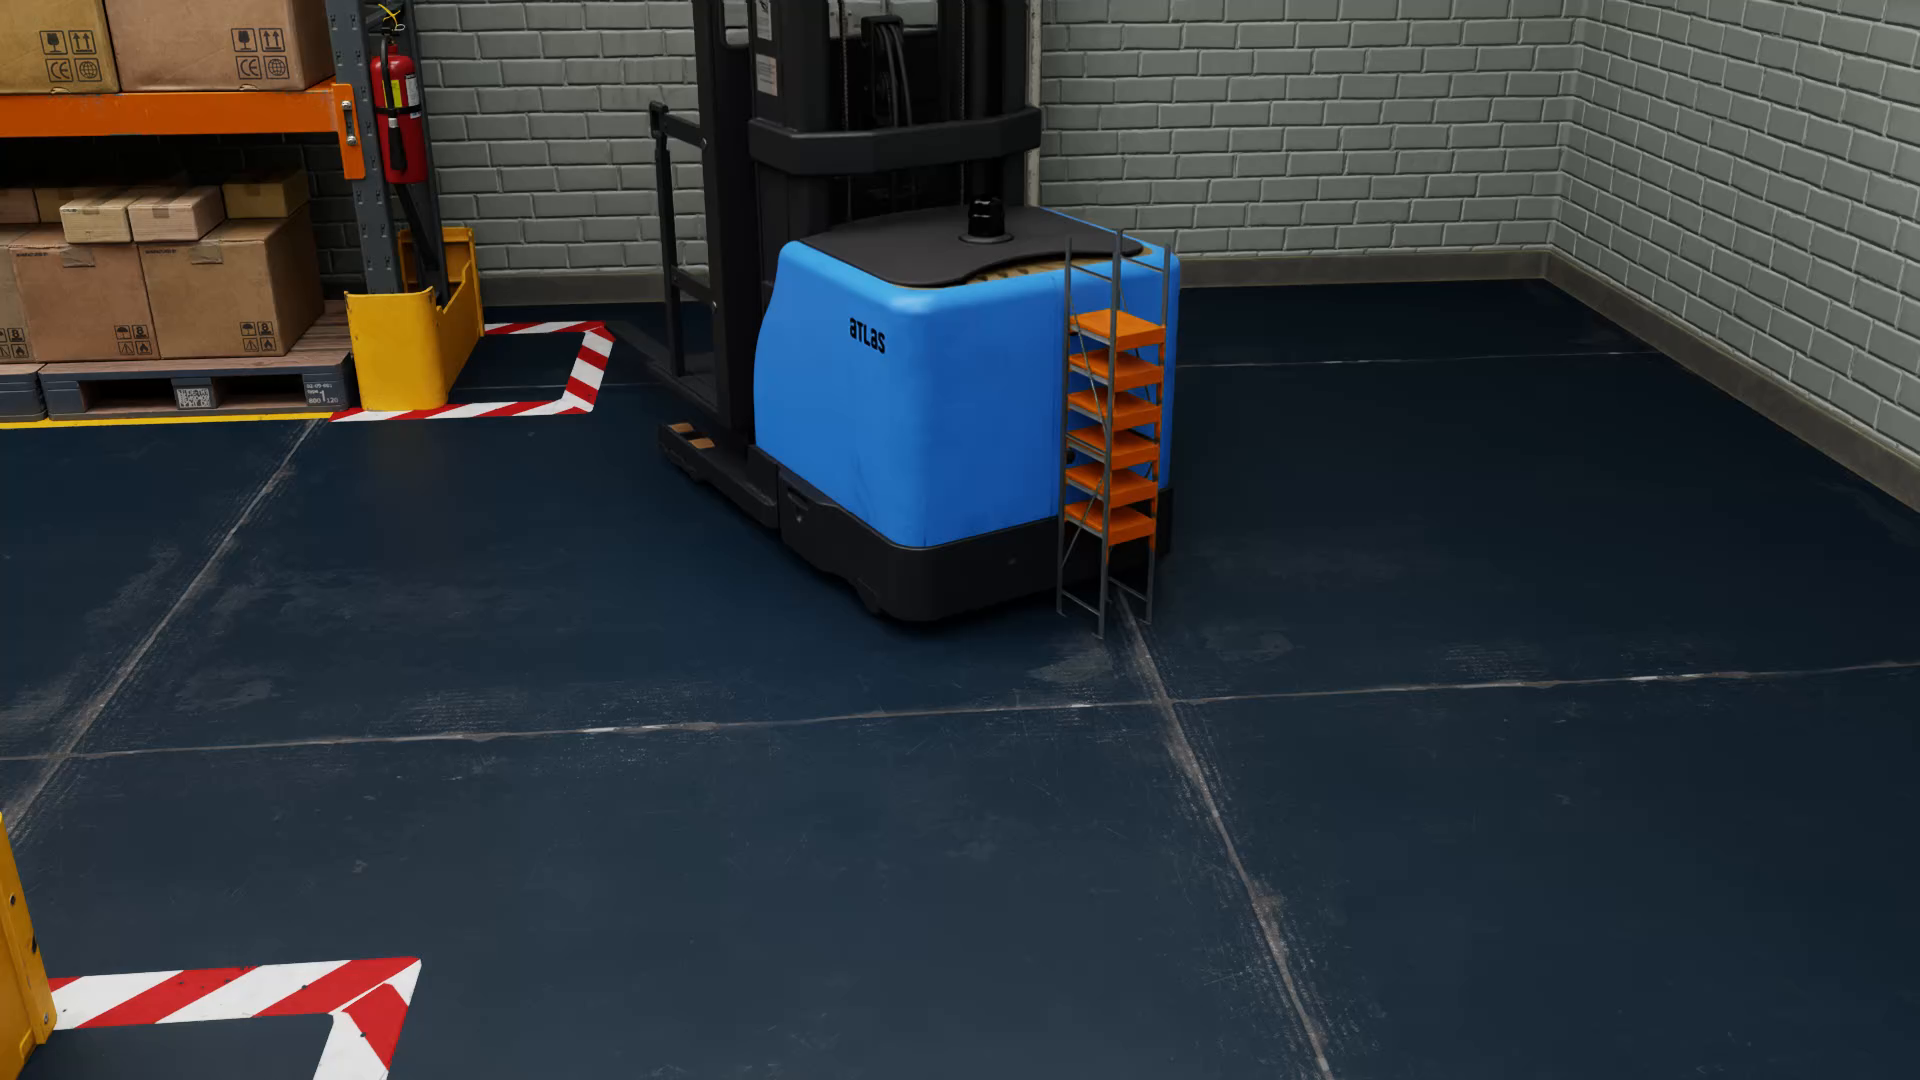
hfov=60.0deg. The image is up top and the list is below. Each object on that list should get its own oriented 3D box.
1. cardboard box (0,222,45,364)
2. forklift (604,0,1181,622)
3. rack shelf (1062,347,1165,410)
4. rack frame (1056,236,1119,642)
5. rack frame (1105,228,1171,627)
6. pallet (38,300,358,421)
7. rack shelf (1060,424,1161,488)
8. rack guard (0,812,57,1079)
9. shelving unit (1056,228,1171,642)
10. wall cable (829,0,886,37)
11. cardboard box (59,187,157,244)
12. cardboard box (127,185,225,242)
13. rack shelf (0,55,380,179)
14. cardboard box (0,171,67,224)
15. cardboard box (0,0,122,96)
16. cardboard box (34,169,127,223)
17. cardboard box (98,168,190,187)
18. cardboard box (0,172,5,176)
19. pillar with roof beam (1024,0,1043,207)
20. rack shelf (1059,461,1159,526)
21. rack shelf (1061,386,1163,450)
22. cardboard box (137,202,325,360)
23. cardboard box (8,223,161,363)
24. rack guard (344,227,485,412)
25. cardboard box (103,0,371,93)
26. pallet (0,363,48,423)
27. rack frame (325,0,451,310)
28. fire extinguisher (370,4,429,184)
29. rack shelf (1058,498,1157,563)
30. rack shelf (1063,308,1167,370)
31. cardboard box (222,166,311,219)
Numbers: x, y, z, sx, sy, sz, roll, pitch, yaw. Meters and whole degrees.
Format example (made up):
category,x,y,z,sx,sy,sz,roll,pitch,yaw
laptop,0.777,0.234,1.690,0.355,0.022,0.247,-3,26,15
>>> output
category,x,y,z,sx,sy,sz,roll,pitch,yaw
cardboard box,-4.109,-1.088,7.065,0.500,0.500,0.700,-3,24,-7
forklift,-0.501,-1.646,5.844,1.130,2.935,3.031,-14,28,-28
rack shelf,0.447,-0.479,4.870,0.180,0.103,0.258,-15,28,-30
rack frame,0.370,-0.280,4.904,0.006,1.200,0.240,-15,28,-30
rack frame,0.524,-0.321,4.994,0.006,1.200,0.240,-15,28,-30
pallet,-3.212,-0.809,7.310,1.213,0.211,1.003,-2,24,-5
rack shelf,0.447,-0.260,4.967,0.180,0.103,0.258,-15,28,-30
rack guard,-2.009,1.001,2.883,0.348,0.500,1.175,-2,24,-5
shelving unit,0.447,-0.301,4.949,0.189,1.200,0.258,-15,28,-30
wall cable,-1.243,-3.044,7.656,1.851,1.984,0.084,-2,24,-5
cardboard box,-3.475,-1.335,6.823,0.250,0.149,0.380,-2,24,-4
cardboard box,-3.221,-1.346,6.846,0.250,0.149,0.380,-3,24,-6
rack shelf,-4.415,-1.738,6.853,4.000,0.370,1.077,-2,24,-5
cardboard box,-4.012,-1.469,7.125,0.250,0.149,0.380,-2,24,-4
cardboard box,-3.654,-2.226,6.695,0.700,0.700,0.980,-2,24,-6
cardboard box,-3.759,-1.480,7.148,0.250,0.149,0.380,-2,24,-5
cardboard box,-3.510,-1.490,7.170,0.250,0.149,0.380,-2,24,-5
cardboard box,-4.268,-1.459,7.101,0.250,0.149,0.380,-2,24,-5
pillar with roof beam,0.601,-3.605,2.782,0.400,9.000,9.100,-2,24,-5
rack shelf,0.447,-0.150,5.016,0.180,0.103,0.258,-15,28,-30
rack shelf,0.447,-0.370,4.918,0.180,0.103,0.258,-15,28,-30
cardboard box,-3.111,-1.128,7.155,0.500,0.500,0.700,-2,24,-5
cardboard box,-3.609,-1.108,7.110,0.500,0.500,0.700,-2,24,-5
rack guard,-2.400,-1.005,7.397,0.348,0.500,1.175,-2,24,-5
cardboard box,-2.931,-2.259,6.771,0.700,0.700,0.980,-1,24,-3
pallet,-4.424,-0.762,7.203,1.213,0.211,1.003,-2,24,-5
rack frame,-2.424,-2.147,6.887,0.127,3.000,1.000,-2,24,-5
fire extinguisher,-2.229,-1.760,6.572,0.183,0.674,0.296,-2,24,-5
rack shelf,0.447,-0.041,5.064,0.180,0.103,0.258,-15,28,-30
rack shelf,0.447,-0.589,4.821,0.180,0.103,0.258,-15,28,-30
cardboard box,-3.006,-1.510,7.217,0.250,0.149,0.380,-2,24,-5
